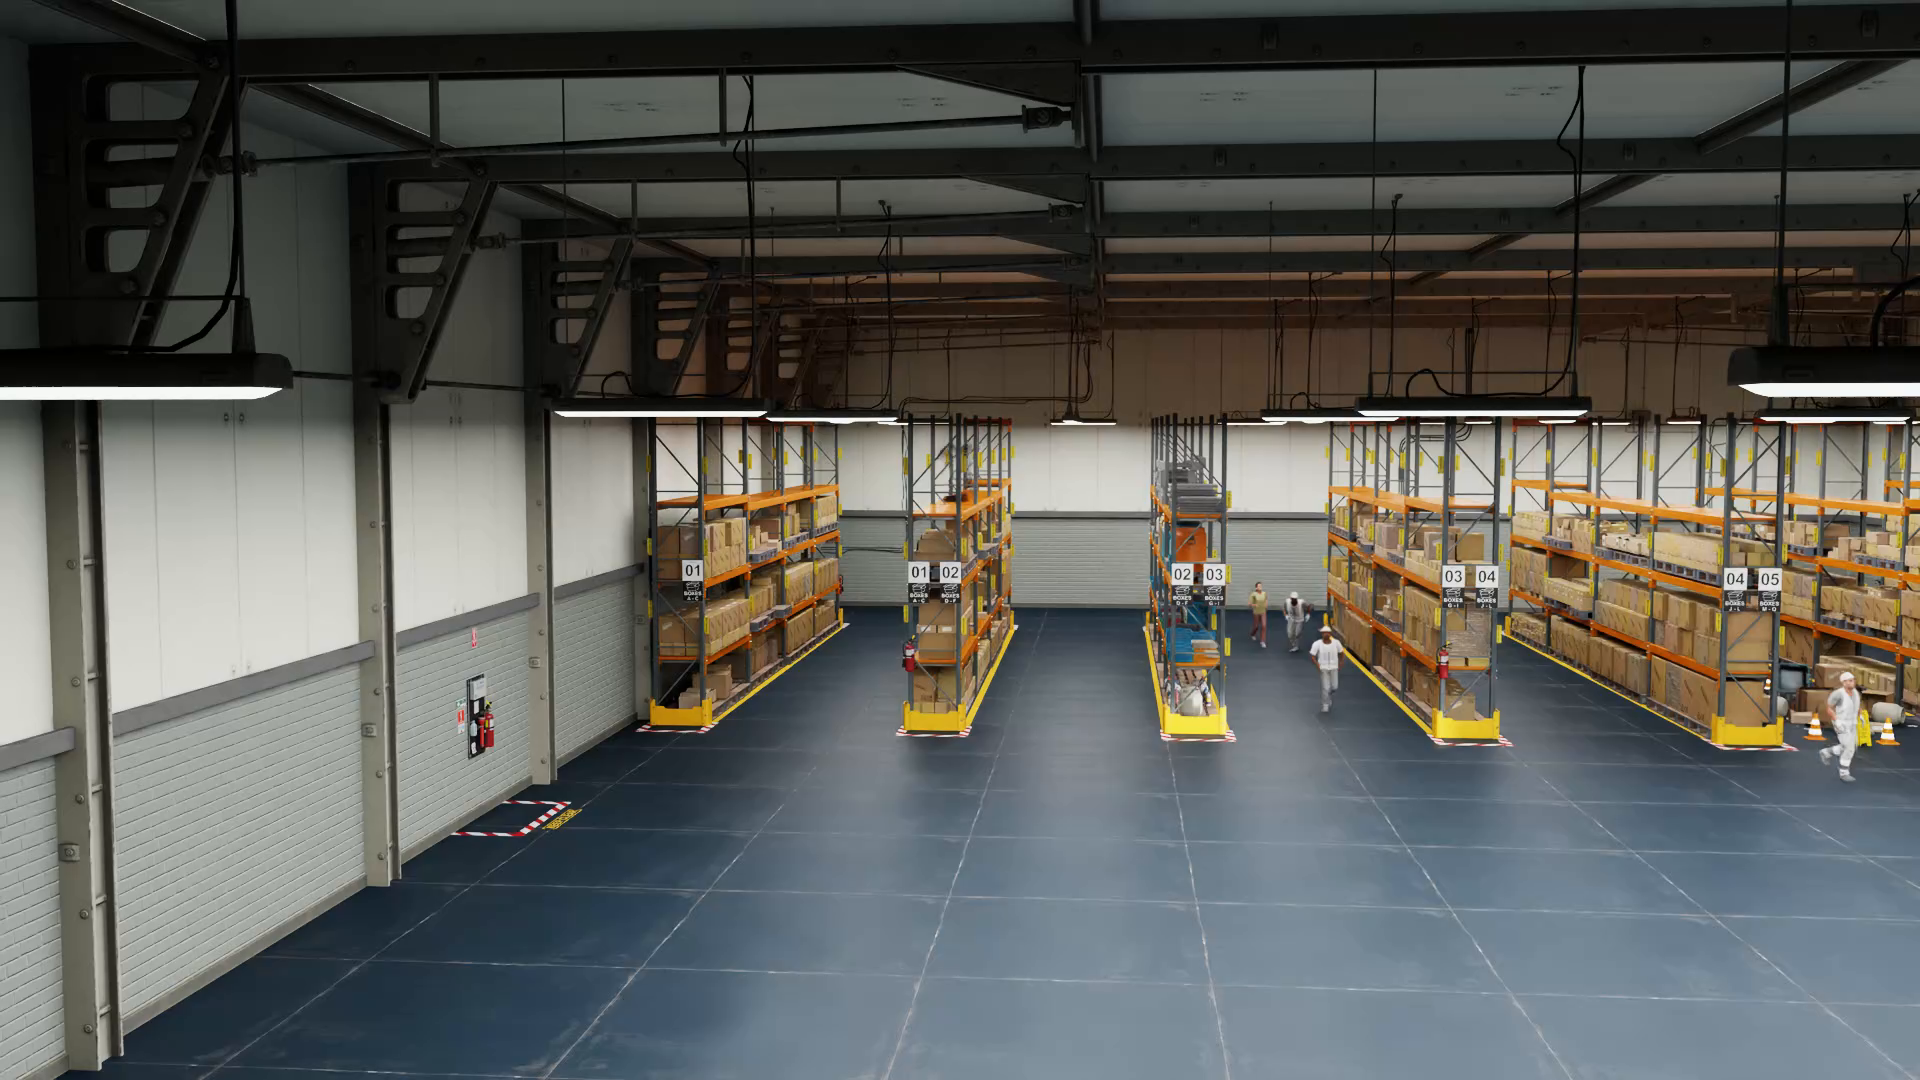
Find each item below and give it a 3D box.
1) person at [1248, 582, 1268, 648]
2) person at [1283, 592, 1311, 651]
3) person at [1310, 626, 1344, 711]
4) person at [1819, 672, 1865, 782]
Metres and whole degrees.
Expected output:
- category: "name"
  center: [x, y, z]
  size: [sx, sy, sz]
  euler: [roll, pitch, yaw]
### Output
- category: "person"
  center: [7.859, 1.944, 43.738]
  size: [0.578, 1.677, 0.951]
  euler: [-1, 4, -7]
- category: "person"
  center: [8.610, 2.083, 42.516]
  size: [0.709, 1.574, 0.907]
  euler: [1, 4, 17]
- category: "person"
  center: [7.435, 2.602, 33.625]
  size: [0.702, 1.725, 0.534]
  euler: [0, 4, 2]
- category: "person"
  center: [14.373, 3.019, 27.176]
  size: [0.665, 1.772, 0.713]
  euler: [-2, 4, -23]
